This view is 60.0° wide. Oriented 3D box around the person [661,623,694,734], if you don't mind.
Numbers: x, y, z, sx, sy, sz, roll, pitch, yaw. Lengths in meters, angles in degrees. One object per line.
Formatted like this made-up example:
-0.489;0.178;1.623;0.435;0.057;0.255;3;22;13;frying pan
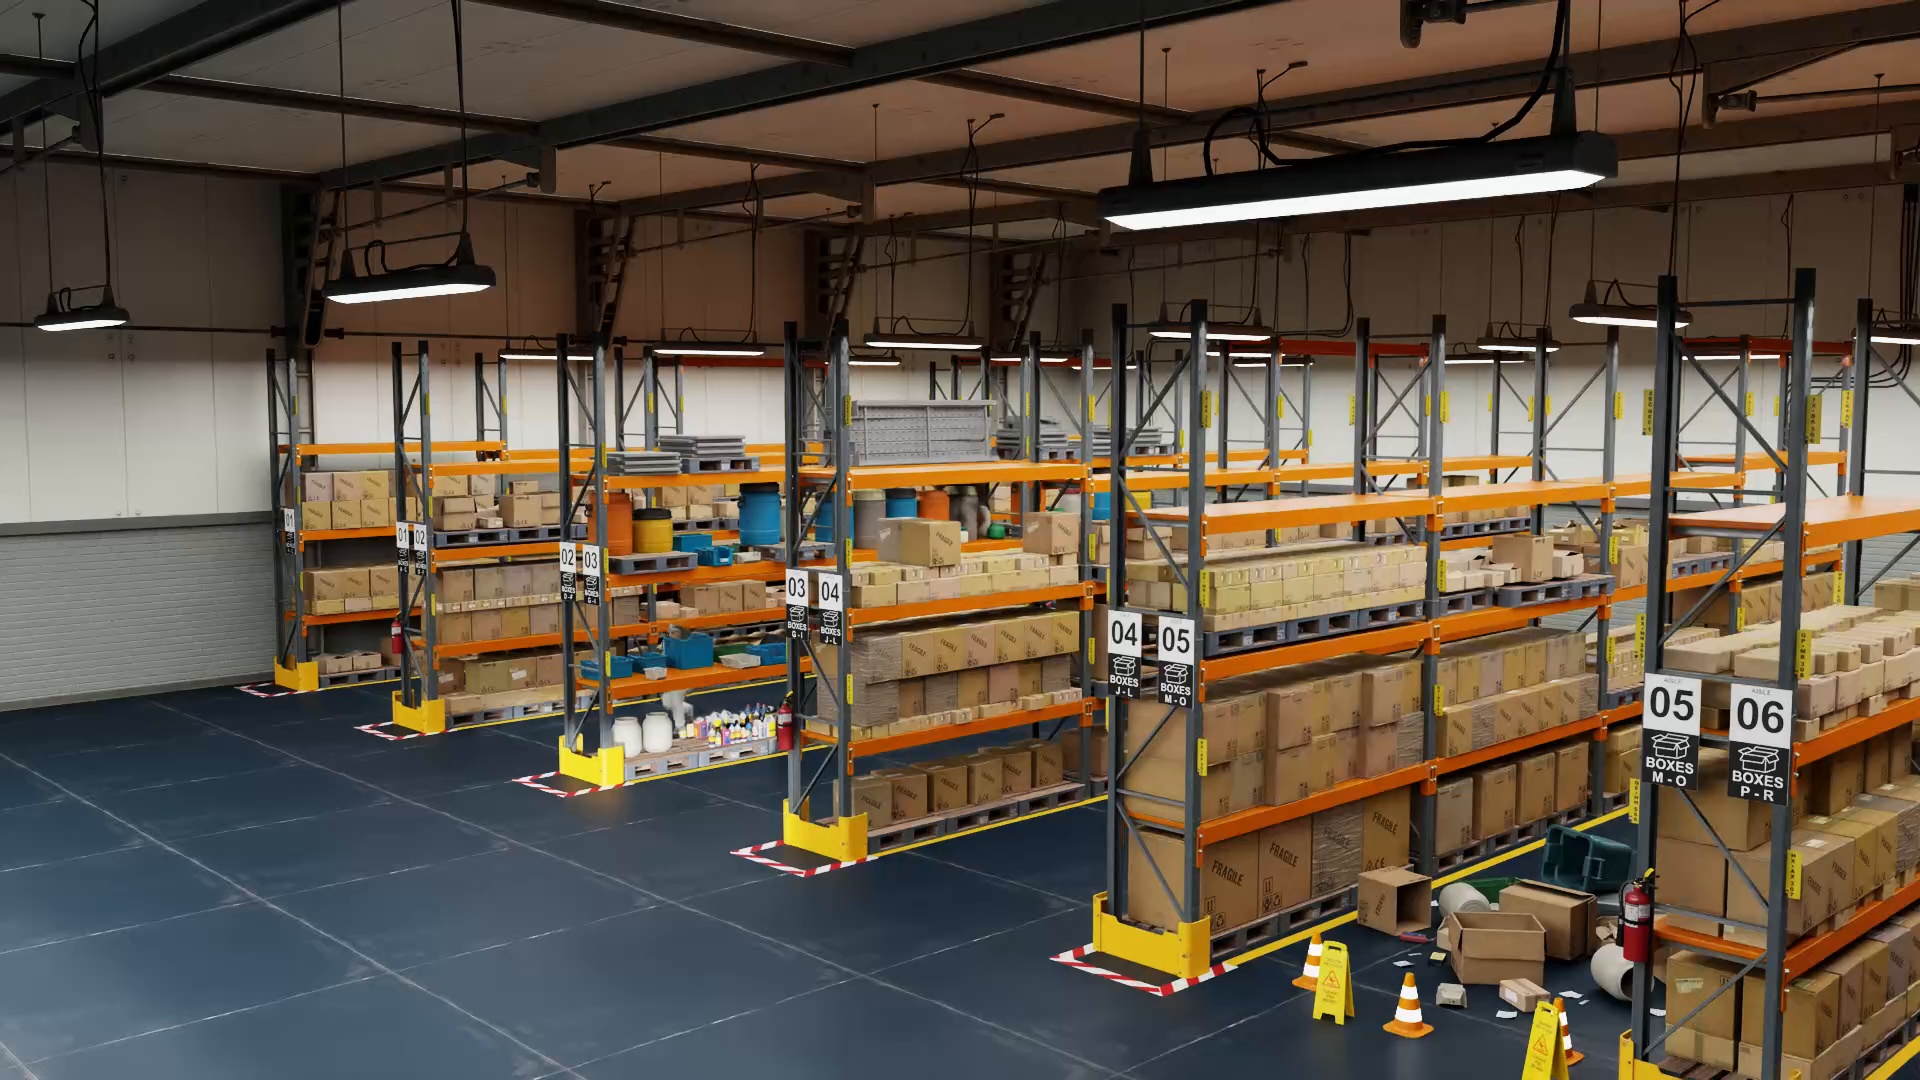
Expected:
-4.311;2.106;25.564;0.662;1.717;0.529;3;6;31;person
